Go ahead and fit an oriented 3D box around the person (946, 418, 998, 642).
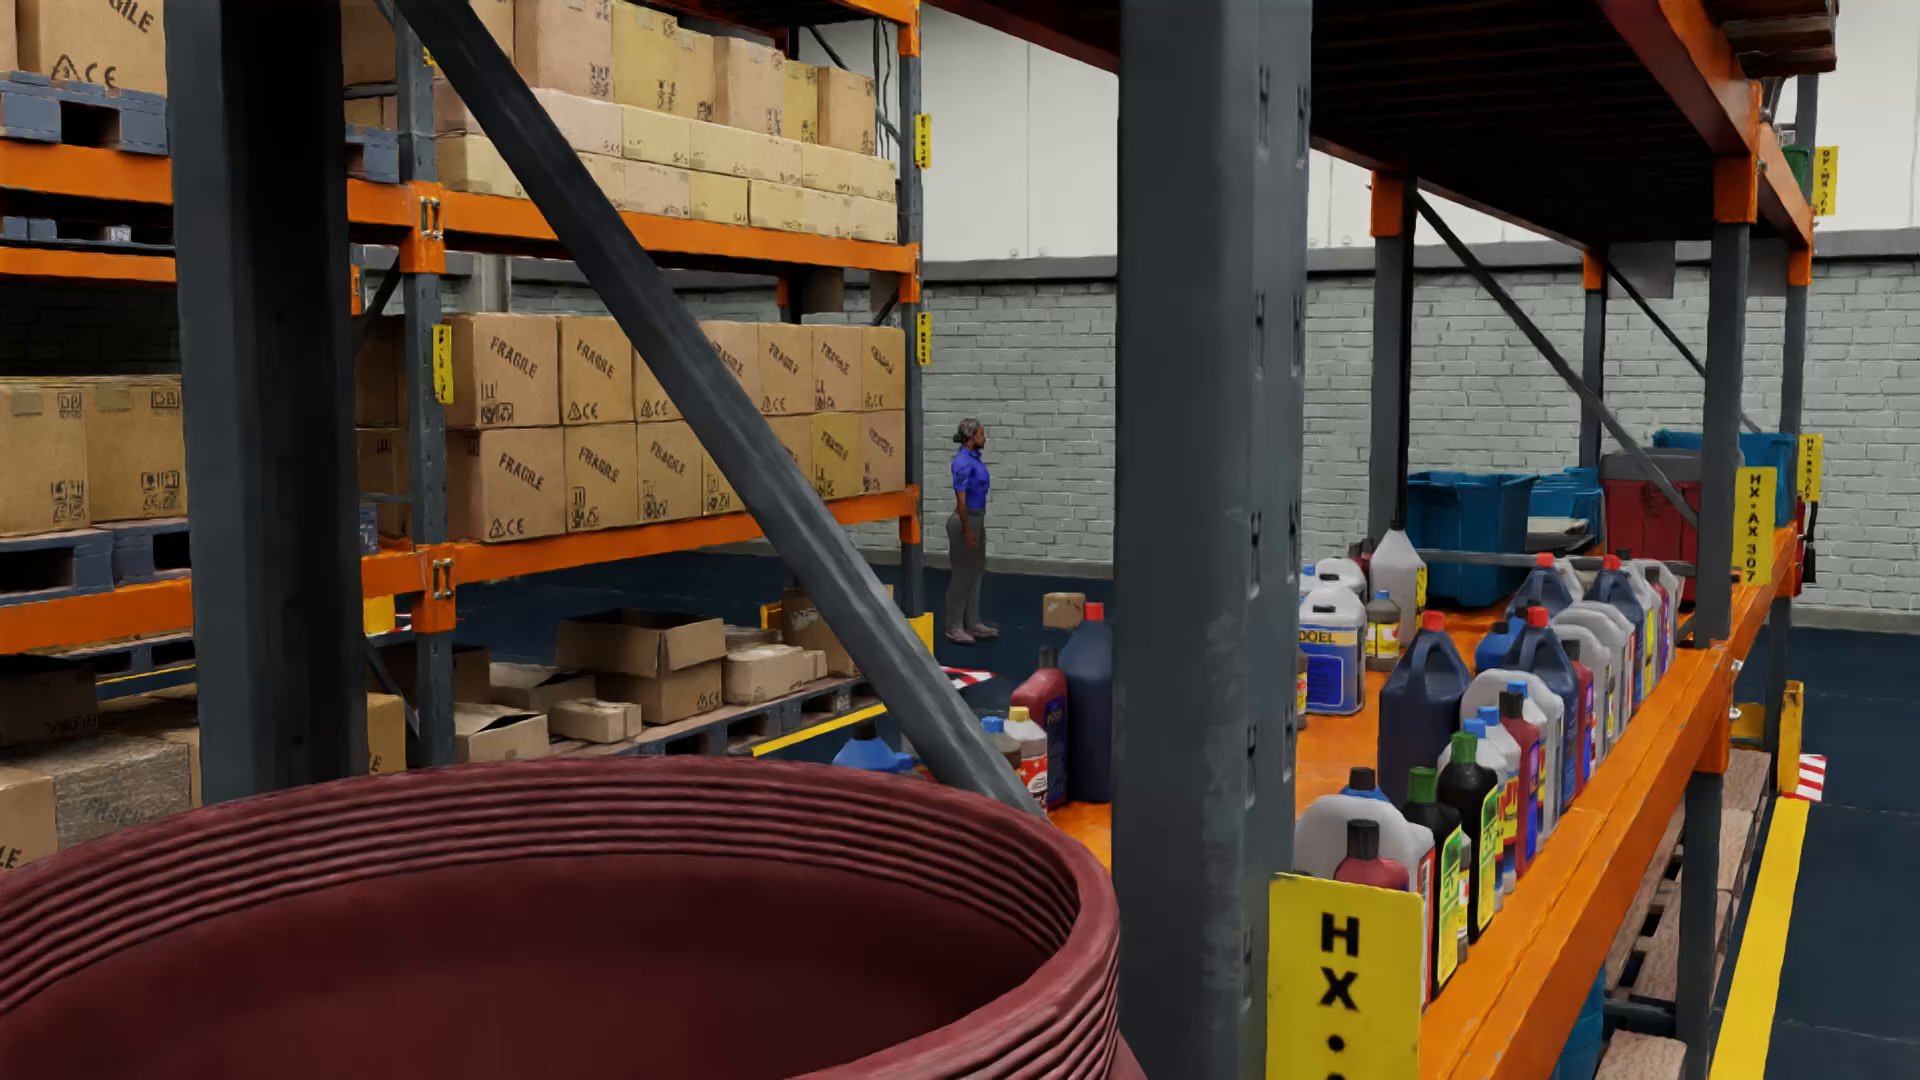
[{"bbox_3d":[0.088,-0.077,12.467,0.371,1.655,0.490,2,6,15],"label":"person"}]
